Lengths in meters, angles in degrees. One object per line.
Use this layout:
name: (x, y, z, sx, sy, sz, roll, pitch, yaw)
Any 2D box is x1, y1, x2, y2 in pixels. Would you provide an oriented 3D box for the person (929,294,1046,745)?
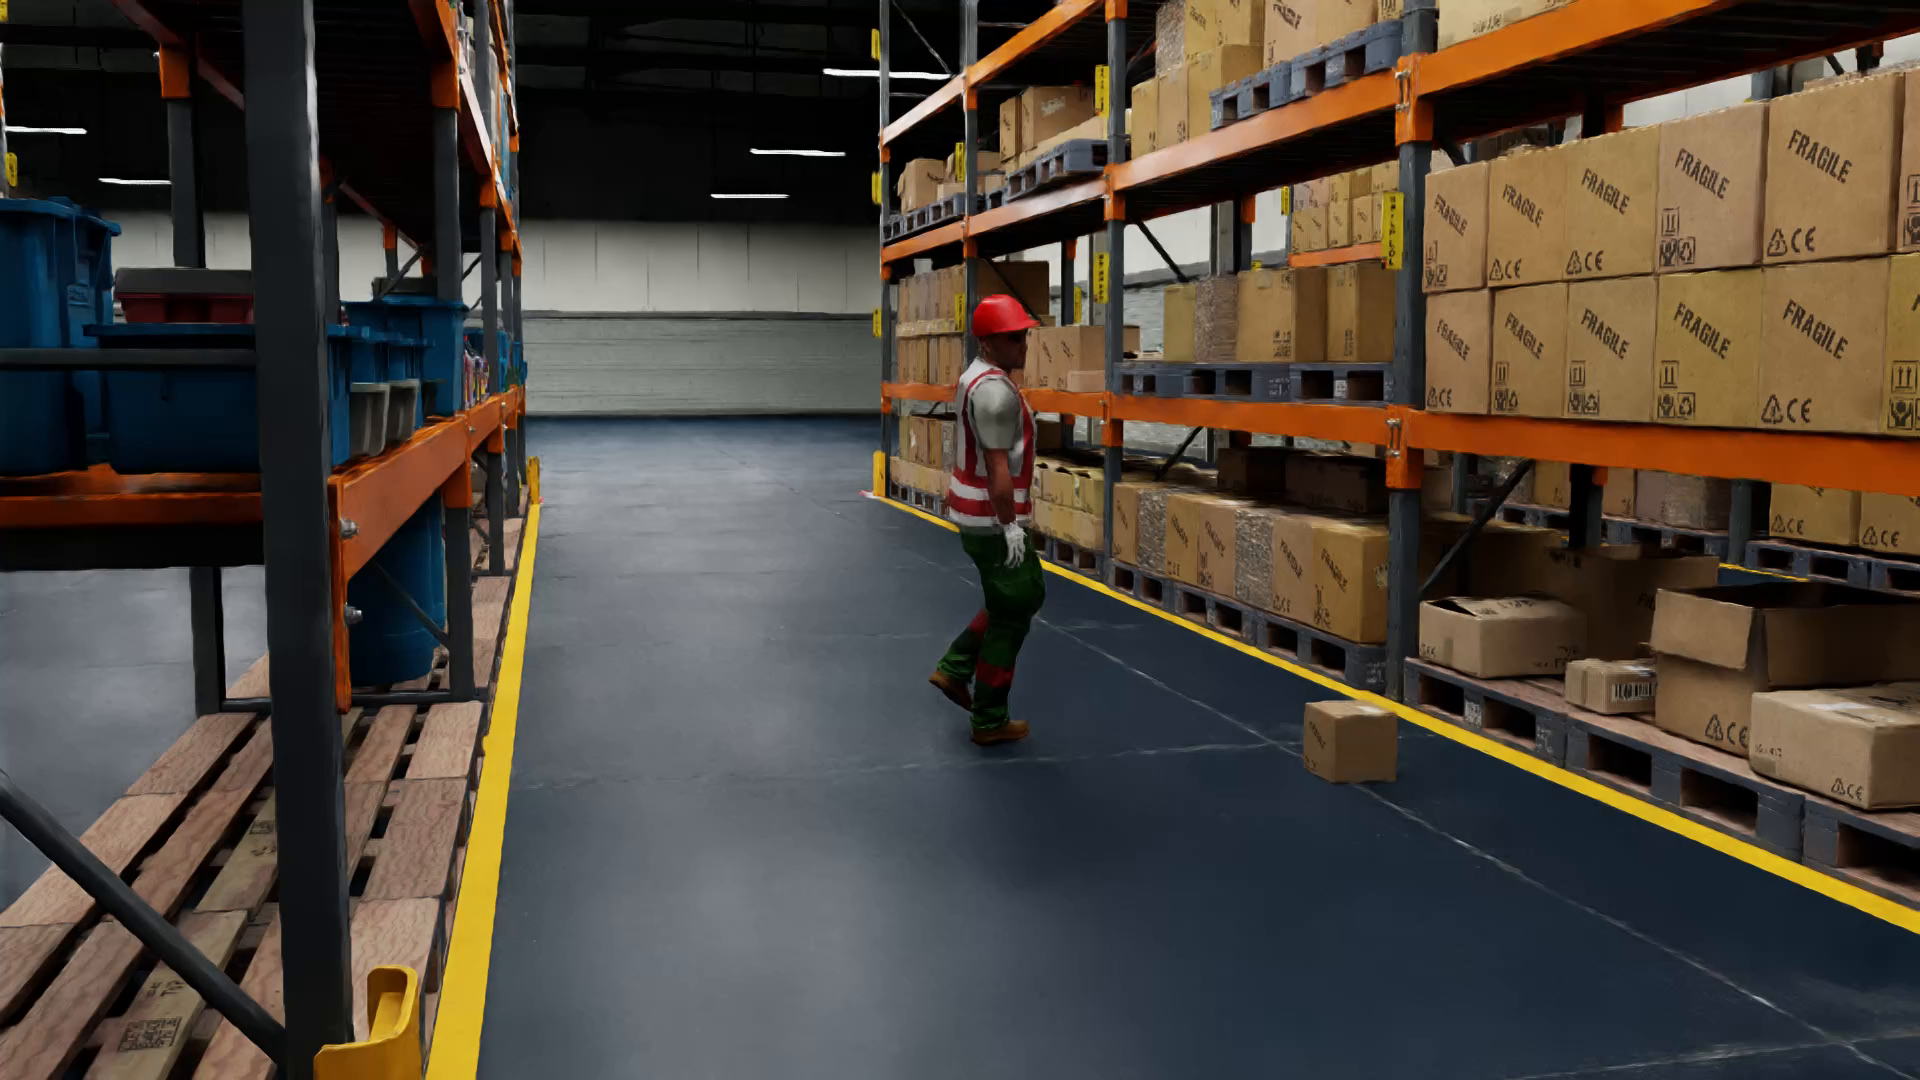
person: (0.145, -0.066, 6.522, 0.472, 1.767, 0.700, -1, 6, -11)
